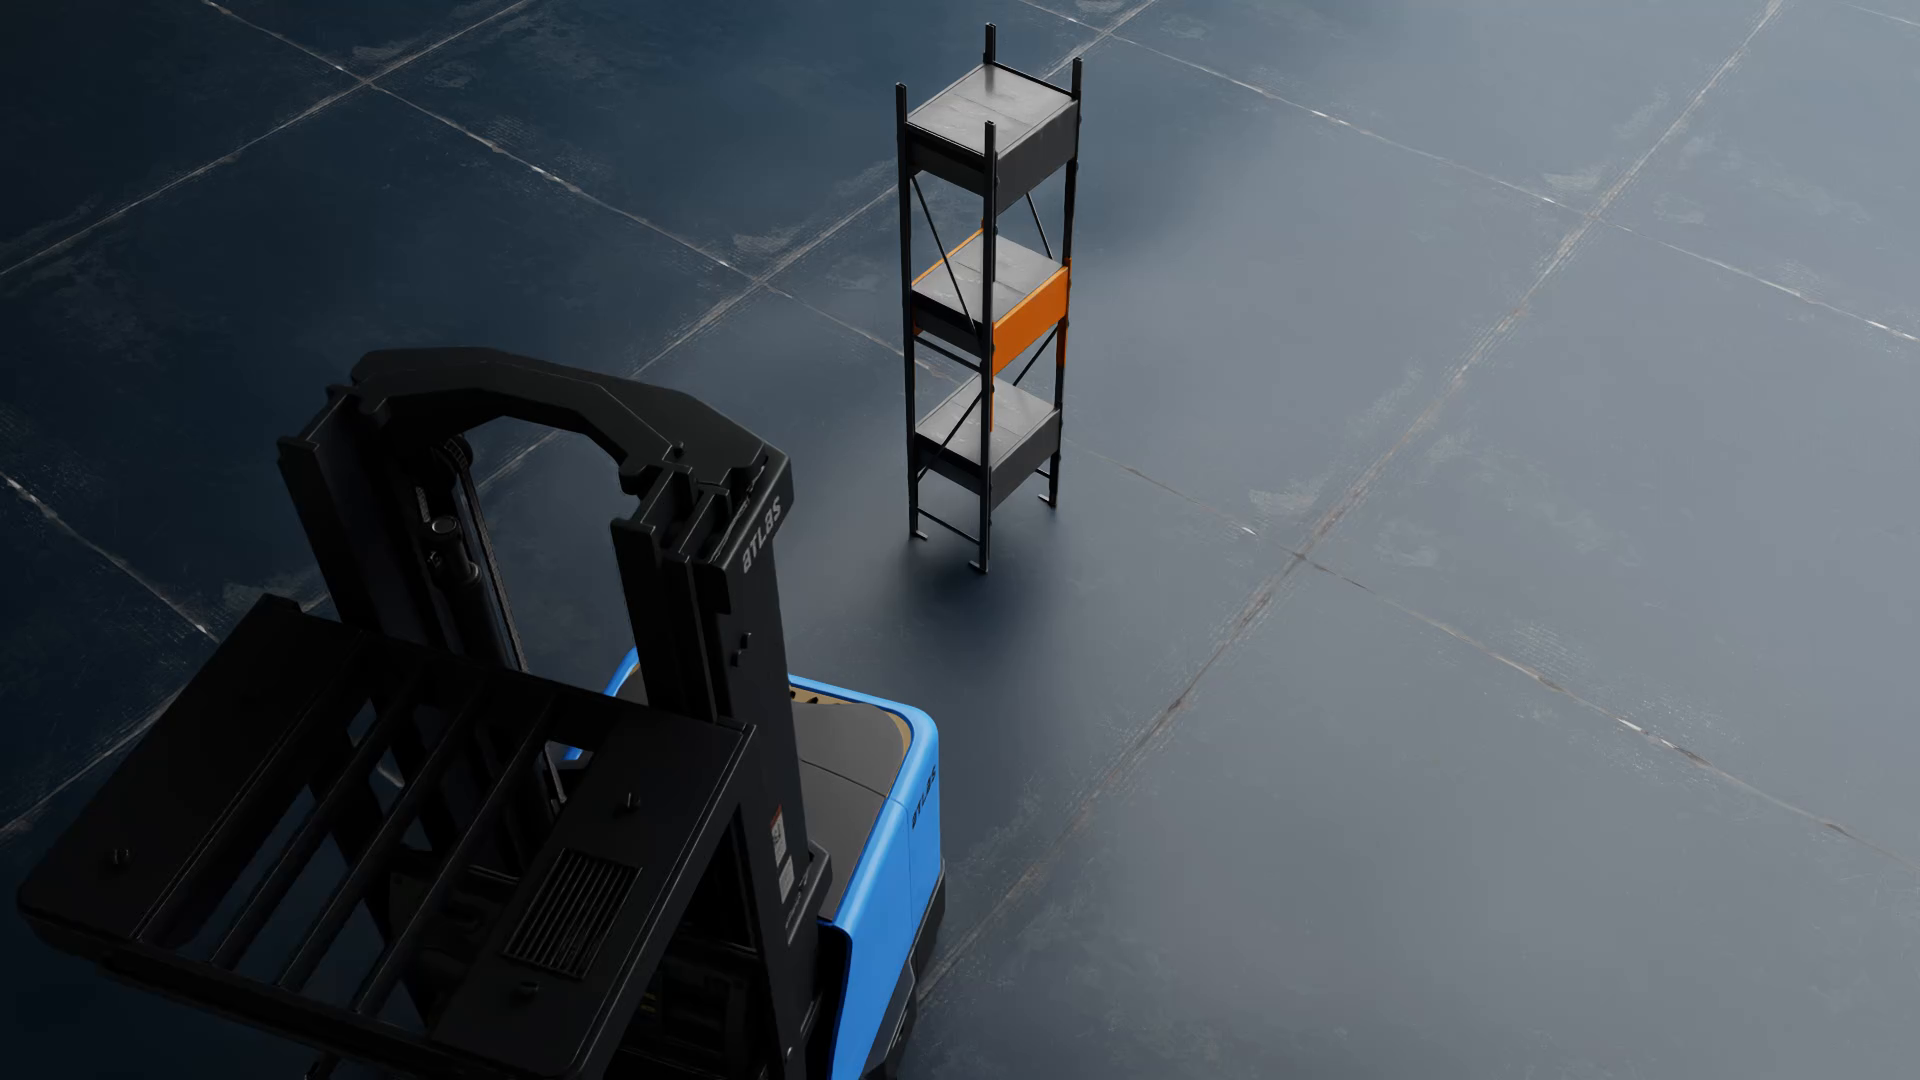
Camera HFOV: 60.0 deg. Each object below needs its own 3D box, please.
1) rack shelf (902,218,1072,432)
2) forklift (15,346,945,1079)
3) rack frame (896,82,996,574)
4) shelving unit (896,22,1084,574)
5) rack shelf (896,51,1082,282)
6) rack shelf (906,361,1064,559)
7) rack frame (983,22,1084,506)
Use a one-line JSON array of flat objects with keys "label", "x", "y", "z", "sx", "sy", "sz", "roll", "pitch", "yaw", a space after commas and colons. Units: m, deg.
[{"label": "rack shelf", "x": 0.101, "y": -0.811, "z": 6.256, "sx": 0.431, "sy": 0.518, "sz": 0.480, "roll": 29, "pitch": 53, "yaw": 25}, {"label": "forklift", "x": -0.993, "y": 1.147, "z": 3.792, "sx": 1.130, "sy": 2.935, "sz": 3.031, "roll": 13, "pitch": 48, "yaw": 12}, {"label": "rack frame", "x": -0.048, "y": -0.680, "z": 6.113, "sx": 0.400, "sy": 2.100, "sz": 0.015, "roll": 29, "pitch": 53, "yaw": 25}, {"label": "shelving unit", "x": 0.101, "y": -0.820, "z": 6.246, "sx": 0.431, "sy": 2.100, "sz": 0.503, "roll": 29, "pitch": 53, "yaw": 25}, {"label": "rack shelf", "x": 0.101, "y": -1.294, "z": 5.750, "sx": 0.431, "sy": 0.518, "sz": 0.480, "roll": 29, "pitch": 53, "yaw": 25}, {"label": "rack shelf", "x": 0.101, "y": -0.327, "z": 6.762, "sx": 0.431, "sy": 0.518, "sz": 0.480, "roll": 29, "pitch": 53, "yaw": 25}, {"label": "rack frame", "x": 0.250, "y": -0.960, "z": 6.379, "sx": 0.400, "sy": 2.100, "sz": 0.015, "roll": 29, "pitch": 53, "yaw": 25}]
